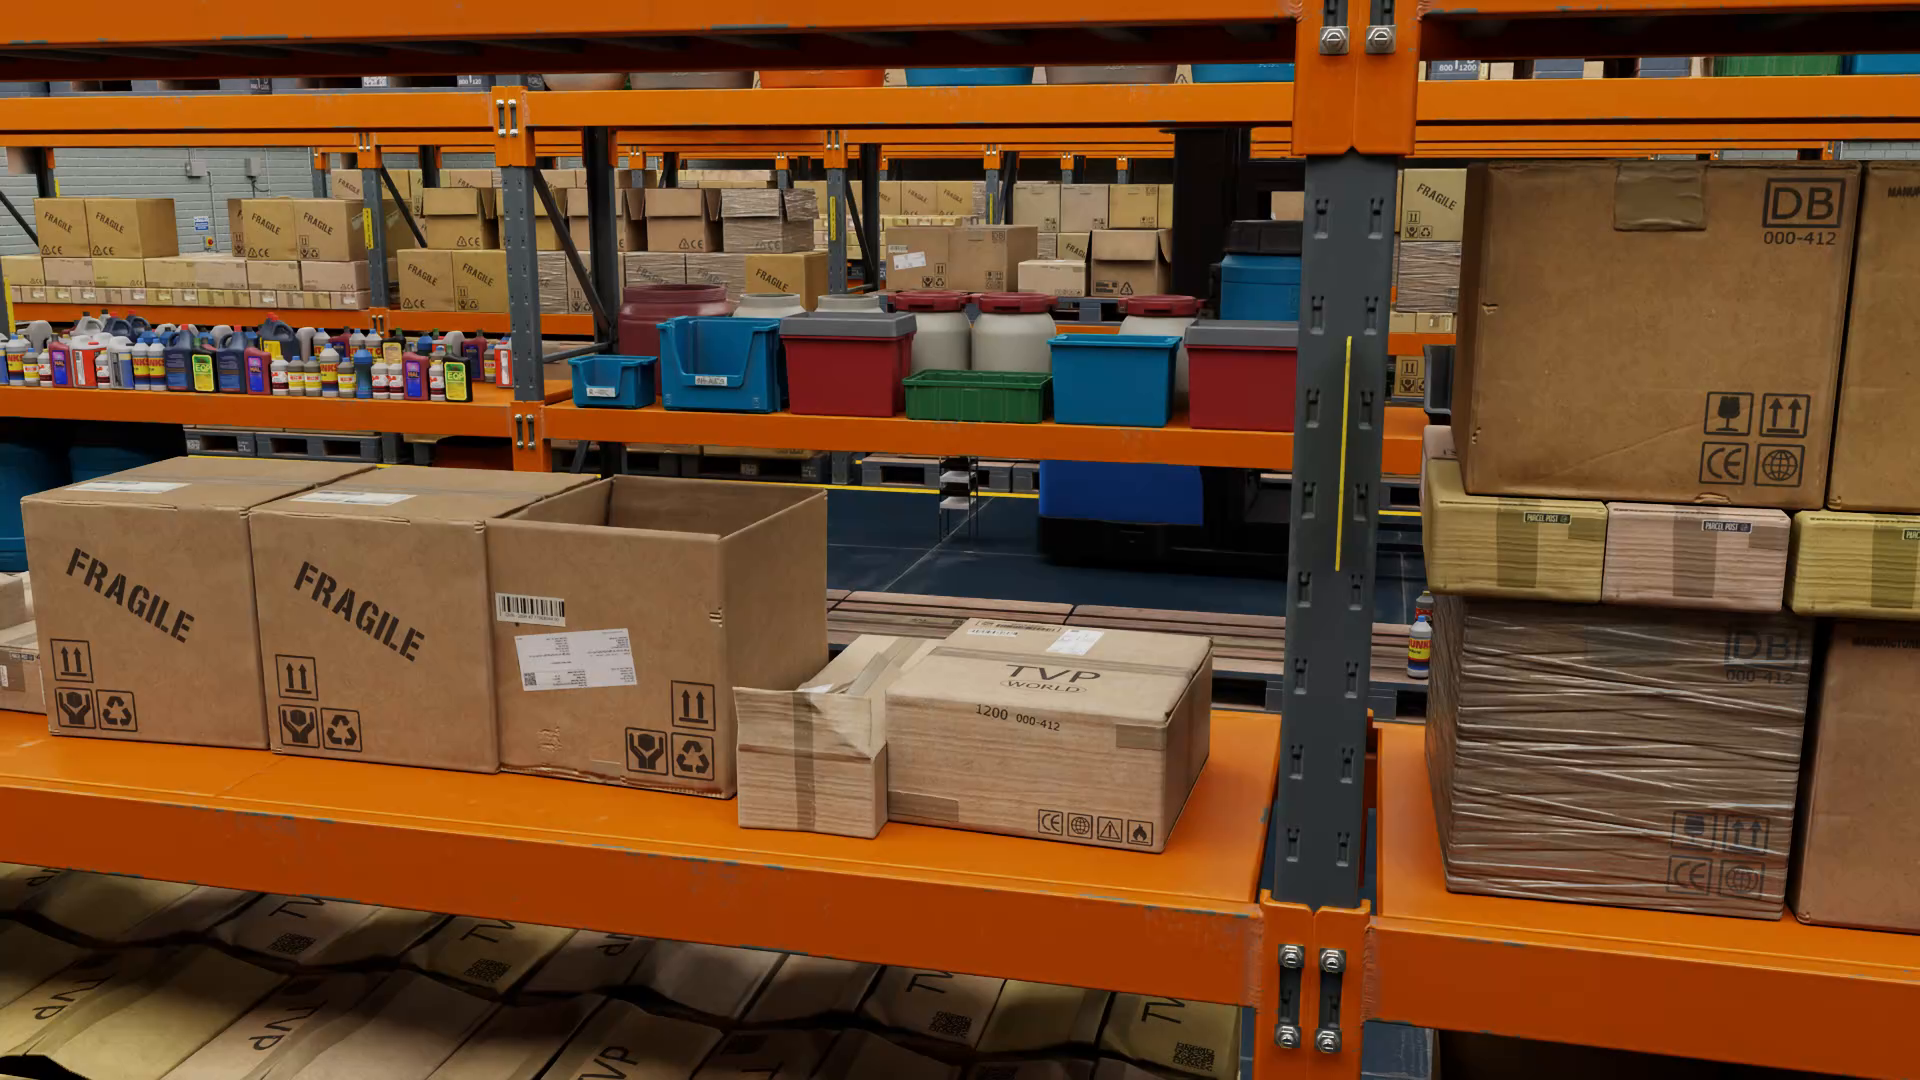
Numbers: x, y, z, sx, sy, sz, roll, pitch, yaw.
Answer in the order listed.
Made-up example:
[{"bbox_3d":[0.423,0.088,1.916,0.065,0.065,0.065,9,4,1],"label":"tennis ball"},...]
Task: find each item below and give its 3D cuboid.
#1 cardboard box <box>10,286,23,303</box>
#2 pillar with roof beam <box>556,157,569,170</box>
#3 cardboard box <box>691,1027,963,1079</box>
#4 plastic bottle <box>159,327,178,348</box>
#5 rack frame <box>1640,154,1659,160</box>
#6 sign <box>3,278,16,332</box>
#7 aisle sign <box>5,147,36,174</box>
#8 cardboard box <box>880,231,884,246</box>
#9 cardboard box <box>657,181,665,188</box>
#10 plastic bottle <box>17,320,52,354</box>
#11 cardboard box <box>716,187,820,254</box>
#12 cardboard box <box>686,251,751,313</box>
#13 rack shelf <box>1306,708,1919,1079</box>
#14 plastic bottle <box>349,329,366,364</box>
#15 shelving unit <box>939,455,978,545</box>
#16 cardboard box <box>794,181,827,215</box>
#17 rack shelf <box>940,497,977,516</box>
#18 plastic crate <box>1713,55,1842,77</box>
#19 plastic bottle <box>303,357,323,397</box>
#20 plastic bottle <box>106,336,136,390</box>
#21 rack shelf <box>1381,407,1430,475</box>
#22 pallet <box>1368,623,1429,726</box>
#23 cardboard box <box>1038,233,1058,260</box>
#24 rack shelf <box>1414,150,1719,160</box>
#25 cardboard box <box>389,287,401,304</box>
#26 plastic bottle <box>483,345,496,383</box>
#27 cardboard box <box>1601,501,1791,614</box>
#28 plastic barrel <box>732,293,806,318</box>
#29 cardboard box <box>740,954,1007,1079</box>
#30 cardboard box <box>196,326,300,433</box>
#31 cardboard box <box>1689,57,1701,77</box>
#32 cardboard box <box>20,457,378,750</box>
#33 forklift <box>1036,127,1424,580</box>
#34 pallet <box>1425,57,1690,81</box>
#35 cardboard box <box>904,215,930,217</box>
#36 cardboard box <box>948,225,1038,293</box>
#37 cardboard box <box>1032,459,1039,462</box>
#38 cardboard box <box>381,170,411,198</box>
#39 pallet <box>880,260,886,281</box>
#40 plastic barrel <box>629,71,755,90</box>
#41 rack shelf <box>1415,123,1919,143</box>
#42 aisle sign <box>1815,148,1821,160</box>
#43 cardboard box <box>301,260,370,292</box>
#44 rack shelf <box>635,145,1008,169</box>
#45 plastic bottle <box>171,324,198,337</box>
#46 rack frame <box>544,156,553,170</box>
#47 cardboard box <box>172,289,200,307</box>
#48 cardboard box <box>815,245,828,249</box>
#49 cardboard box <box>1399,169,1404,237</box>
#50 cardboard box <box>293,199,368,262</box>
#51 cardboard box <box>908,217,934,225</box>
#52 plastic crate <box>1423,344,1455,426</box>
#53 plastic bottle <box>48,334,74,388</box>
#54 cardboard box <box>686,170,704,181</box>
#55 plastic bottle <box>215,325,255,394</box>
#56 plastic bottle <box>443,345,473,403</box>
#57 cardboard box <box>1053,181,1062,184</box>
[{"bbox_3d":[-8.340,-2.206,14.833,0.250,0.149,0.380,3,13,14],"label":"cardboard box"},{"bbox_3d":[-8.479,-7.898,26.055,0.400,9.000,9.100,3,13,14],"label":"pillar with roof beam"},{"bbox_3d":[-0.301,1.166,3.137,0.500,0.311,0.500,3,13,15],"label":"cardboard box"},{"bbox_3d":[-4.485,-1.073,9.442,0.097,0.271,0.097,0,13,0],"label":"plastic bottle"},{"bbox_3d":[10.489,-4.715,25.558,0.127,3.000,1.000,3,13,14],"label":"rack frame"},{"bbox_3d":[-5.775,-1.418,10.063,0.005,0.325,0.100,3,13,14],"label":"sign"},{"bbox_3d":[-8.603,-3.753,15.222,0.004,0.787,0.394,3,13,14],"label":"aisle sign"},{"bbox_3d":[-0.899,-3.237,17.821,0.250,0.149,0.380,3,13,14],"label":"cardboard box"},{"bbox_3d":[-4.344,-4.877,23.750,0.500,0.500,0.500,3,13,14],"label":"cardboard box"},{"bbox_3d":[-5.449,-1.155,9.799,0.135,0.276,0.152,3,13,14],"label":"plastic bottle"},{"bbox_3d":[-1.544,-2.582,13.398,0.637,0.503,0.797,4,13,15],"label":"cardboard box"},{"bbox_3d":[-1.860,-2.051,13.323,0.500,0.500,0.500,3,13,13],"label":"cardboard box"},{"bbox_3d":[2.610,0.744,2.617,4.000,0.370,1.077,3,13,14],"label":"rack shelf"},{"bbox_3d":[-3.371,-1.048,9.327,0.097,0.271,0.097,0,13,0],"label":"plastic bottle"},{"bbox_3d":[-0.008,-0.440,11.138,0.210,0.900,0.258,3,13,14],"label":"shelving unit"},{"bbox_3d":[-1.989,-4.747,23.165,0.500,0.500,0.500,3,13,14],"label":"cardboard box"},{"bbox_3d":[-0.008,-0.231,11.184,0.200,0.077,0.258,3,13,14],"label":"rack shelf"},{"bbox_3d":[3.325,-1.974,6.771,0.450,0.188,0.336,3,13,14],"label":"plastic crate"},{"bbox_3d":[-3.324,-0.842,8.560,0.097,0.201,0.097,0,13,0],"label":"plastic bottle"},{"bbox_3d":[-4.426,-0.943,8.845,0.135,0.276,0.152,3,13,14],"label":"plastic bottle"},{"bbox_3d":[3.800,-0.298,7.311,4.000,0.370,1.077,3,13,14],"label":"rack shelf"},{"bbox_3d":[2.500,0.652,7.806,1.213,0.211,1.003,3,13,14],"label":"pallet"},{"bbox_3d":[0.819,-3.008,17.637,0.500,0.500,0.500,3,13,14],"label":"cardboard box"},{"bbox_3d":[7.361,-4.887,21.073,4.000,0.370,1.077,3,13,14],"label":"rack shelf"},{"bbox_3d":[-4.929,-2.172,14.678,0.250,0.149,0.380,3,13,14],"label":"cardboard box"},{"bbox_3d":[-2.568,-0.970,9.141,0.097,0.201,0.097,0,13,0],"label":"plastic bottle"},{"bbox_3d":[1.126,-0.009,2.620,0.250,0.149,0.380,3,13,14],"label":"cardboard box"},{"bbox_3d":[-0.975,-1.006,8.586,0.421,0.512,0.421,0,13,0],"label":"plastic barrel"},{"bbox_3d":[-0.158,1.052,3.653,0.500,0.311,0.500,3,13,13],"label":"cardboard box"},{"bbox_3d":[-6.217,-1.475,14.892,0.875,0.875,0.875,3,13,14],"label":"cardboard box"},{"bbox_3d":[5.068,-3.214,11.296,0.250,0.149,0.380,2,13,11],"label":"cardboard box"},{"bbox_3d":[-1.583,0.116,3.554,0.500,0.500,0.500,2,13,10],"label":"cardboard box"},{"bbox_3d":[2.061,-1.300,10.324,3.031,2.935,1.130,3,13,15],"label":"forklift"},{"bbox_3d":[2.582,-2.108,7.320,1.003,0.211,1.213,3,13,14],"label":"pallet"},{"bbox_3d":[-0.453,-3.504,18.339,0.250,0.149,0.380,3,13,13],"label":"cardboard box"},{"bbox_3d":[0.261,-2.228,13.150,0.500,0.500,0.700,5,13,22],"label":"cardboard box"},{"bbox_3d":[0.911,-0.912,13.172,0.500,0.500,0.700,4,13,18],"label":"cardboard box"},{"bbox_3d":[-6.455,-4.033,19.260,0.500,0.500,0.500,3,13,15],"label":"cardboard box"},{"bbox_3d":[-0.269,-2.960,18.095,1.003,0.211,1.213,3,13,14],"label":"pallet"},{"bbox_3d":[-1.280,-2.581,7.859,0.600,0.901,0.600,0,13,0],"label":"plastic barrel"},{"bbox_3d":[4.987,-2.804,11.680,4.000,0.370,1.077,3,13,14],"label":"rack shelf"},{"bbox_3d":[8.356,-3.953,16.123,0.004,0.787,0.394,3,13,14],"label":"aisle sign"},{"bbox_3d":[-5.213,-2.249,14.105,0.500,0.250,0.500,3,13,12],"label":"cardboard box"},{"bbox_3d":[-1.494,-4.256,18.229,4.000,0.370,1.077,3,13,14],"label":"rack shelf"},{"bbox_3d":[-4.474,-1.103,9.565,0.135,0.276,0.152,3,13,14],"label":"plastic bottle"},{"bbox_3d":[-6.231,-4.501,24.595,0.127,3.000,1.000,3,13,14],"label":"rack frame"},{"bbox_3d":[-6.591,-2.114,14.415,0.250,0.149,0.380,3,13,14],"label":"cardboard box"},{"bbox_3d":[-1.385,-3.118,17.975,0.250,0.149,0.380,3,13,15],"label":"cardboard box"},{"bbox_3d":[3.548,-2.511,12.399,0.500,0.500,0.500,3,13,14],"label":"cardboard box"},{"bbox_3d":[-5.232,-2.615,14.023,0.500,0.500,0.500,3,13,15],"label":"cardboard box"},{"bbox_3d":[-0.381,-3.355,17.667,0.250,0.149,0.380,3,13,13],"label":"cardboard box"},{"bbox_3d":[2.336,-0.668,7.464,0.504,0.338,0.767,3,13,14],"label":"plastic crate"},{"bbox_3d":[-4.793,-0.956,8.887,0.133,0.283,0.061,3,13,14],"label":"plastic bottle"},{"bbox_3d":[-3.694,-5.162,23.539,0.250,0.149,0.380,3,13,13],"label":"cardboard box"},{"bbox_3d":[-3.774,-0.944,8.676,0.185,0.351,0.144,3,13,14],"label":"plastic bottle"},{"bbox_3d":[-2.520,-0.834,8.339,0.133,0.283,0.061,3,13,14],"label":"plastic bottle"},{"bbox_3d":[1.116,-4.700,22.952,0.500,0.500,0.500,3,13,12],"label":"cardboard box"}]
